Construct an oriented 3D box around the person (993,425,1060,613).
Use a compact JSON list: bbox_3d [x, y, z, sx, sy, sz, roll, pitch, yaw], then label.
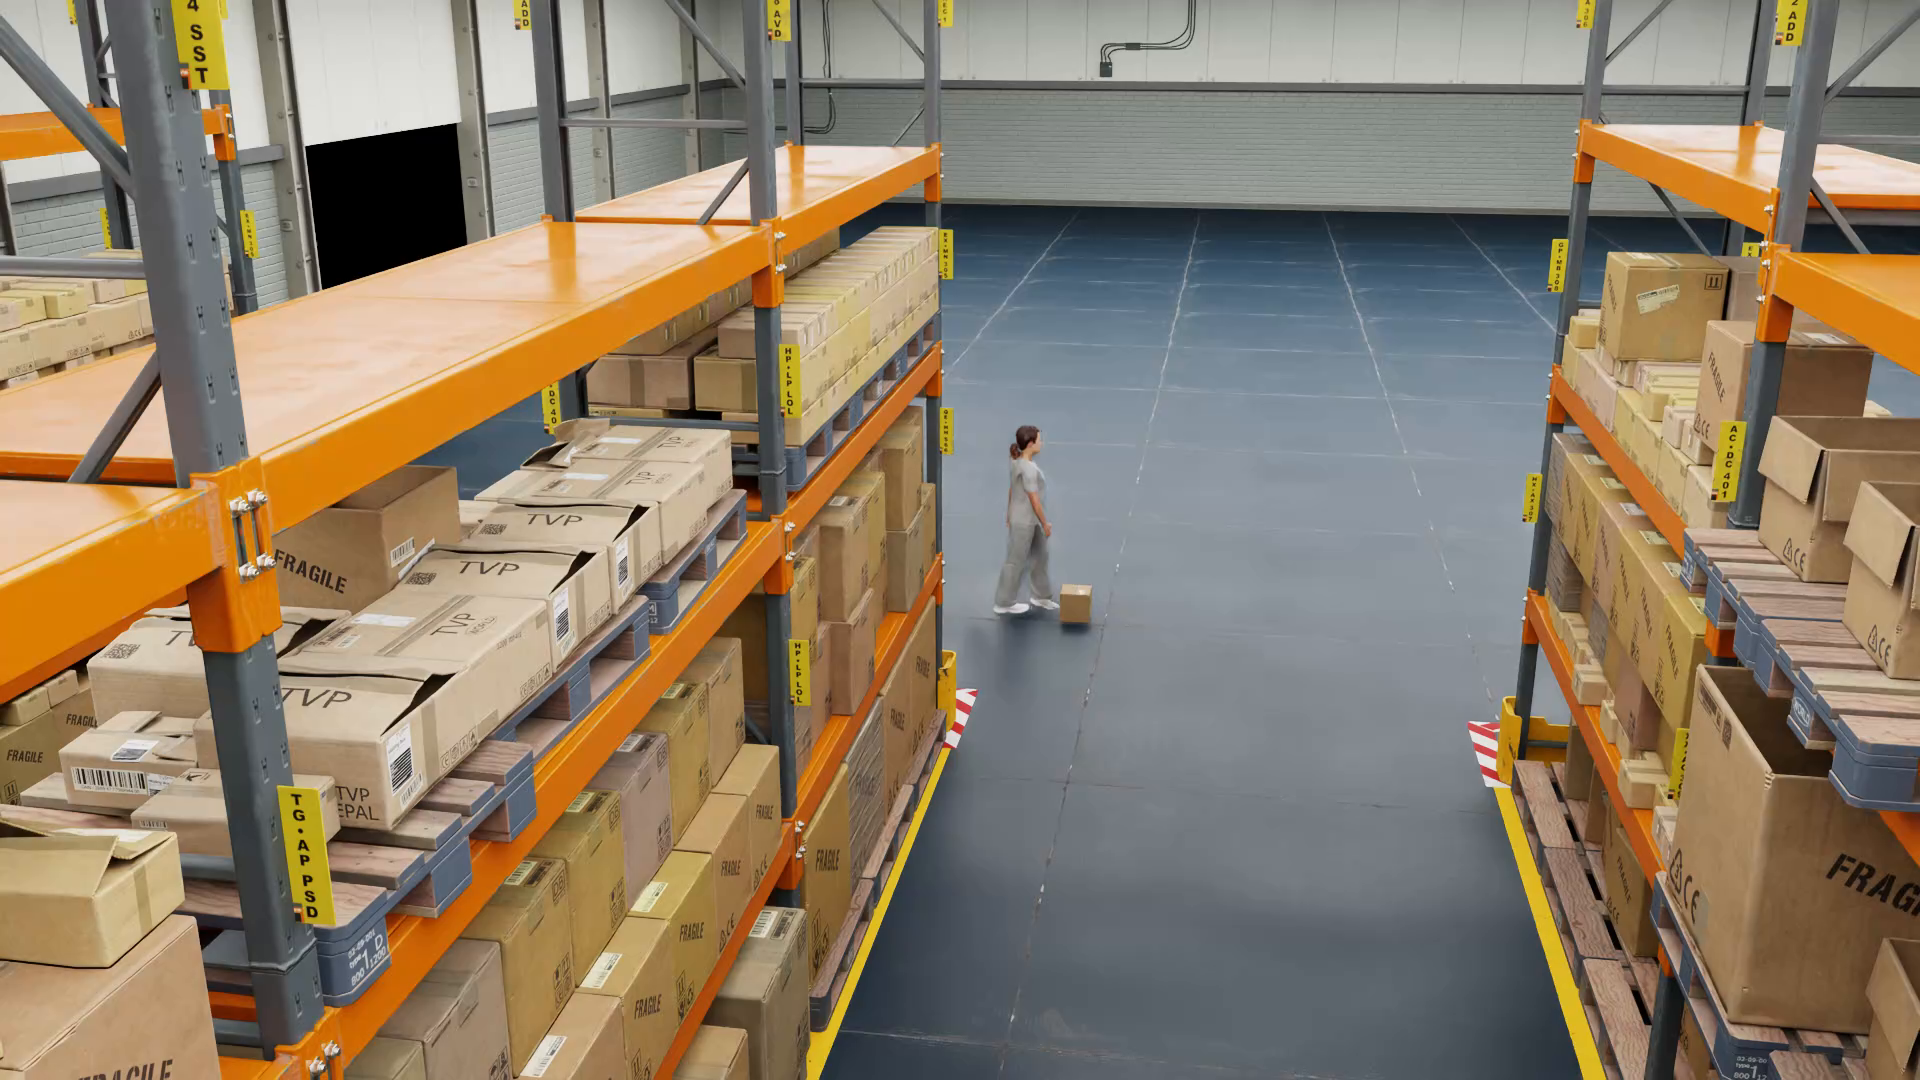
[{"bbox_3d":[0.590,-0.139,13.966,0.609,1.710,0.496,-2,18,-6],"label":"person"}]
